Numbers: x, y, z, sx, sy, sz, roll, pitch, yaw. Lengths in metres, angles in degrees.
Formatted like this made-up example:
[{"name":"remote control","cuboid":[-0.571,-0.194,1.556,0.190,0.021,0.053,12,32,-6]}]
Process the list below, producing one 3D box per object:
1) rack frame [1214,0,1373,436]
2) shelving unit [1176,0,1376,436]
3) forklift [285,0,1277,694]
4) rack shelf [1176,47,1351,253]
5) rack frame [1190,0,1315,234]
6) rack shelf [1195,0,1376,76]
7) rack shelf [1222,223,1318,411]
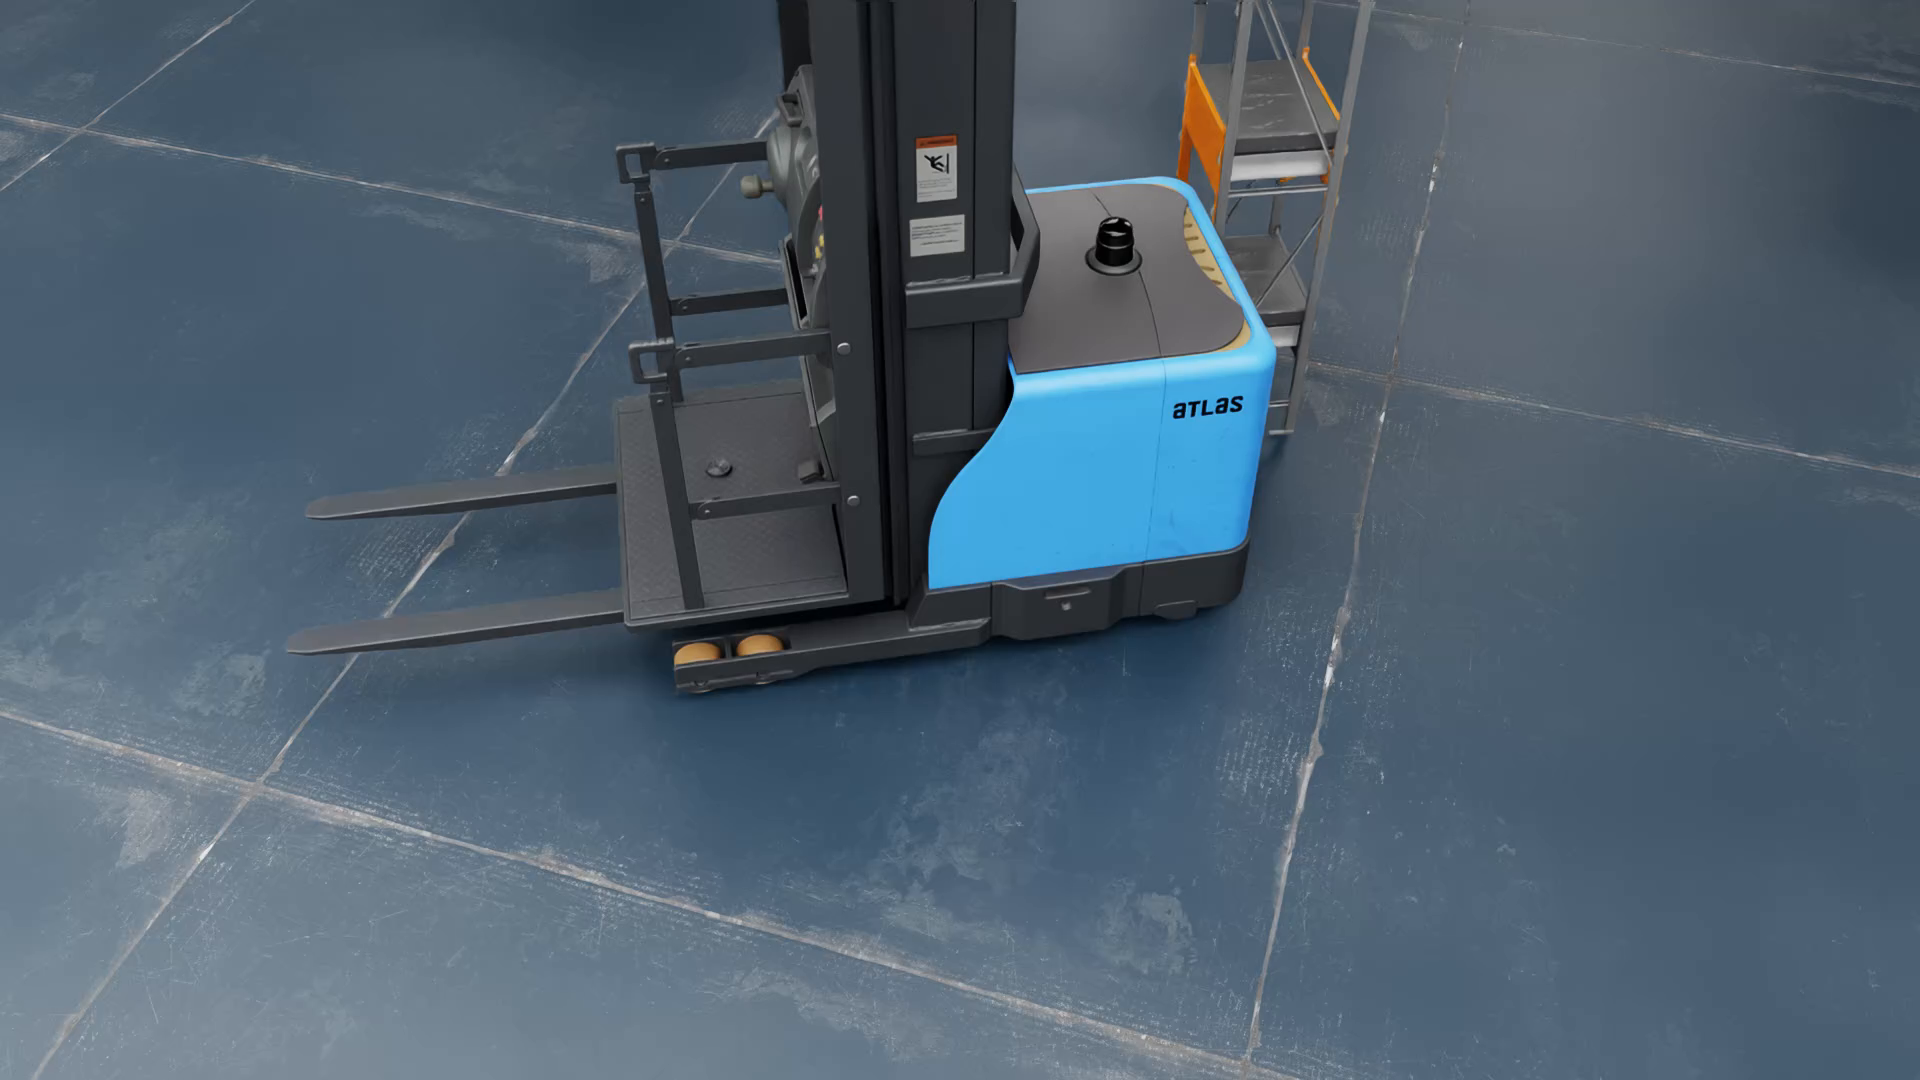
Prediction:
[{"name":"rack frame","cuboid":[1.033,-1.131,5.405,0.400,2.100,0.015,-5,45,-5]},{"name":"shelving unit","cuboid":[1.002,-1.301,5.578,0.431,2.100,0.503,-5,45,-5]},{"name":"forklift","cuboid":[-0.633,-0.967,4.642,3.031,2.935,1.130,-7,45,-7]},{"name":"rack shelf","cuboid":[1.002,-1.291,5.587,0.431,0.518,0.480,-5,45,-5]},{"name":"rack frame","cuboid":[0.970,-1.470,5.751,0.400,2.100,0.015,-5,45,-5]},{"name":"rack shelf","cuboid":[1.002,-1.791,5.098,0.431,0.518,0.480,-5,45,-5]},{"name":"rack shelf","cuboid":[1.002,-0.791,6.077,0.431,0.518,0.480,-5,45,-5]}]
